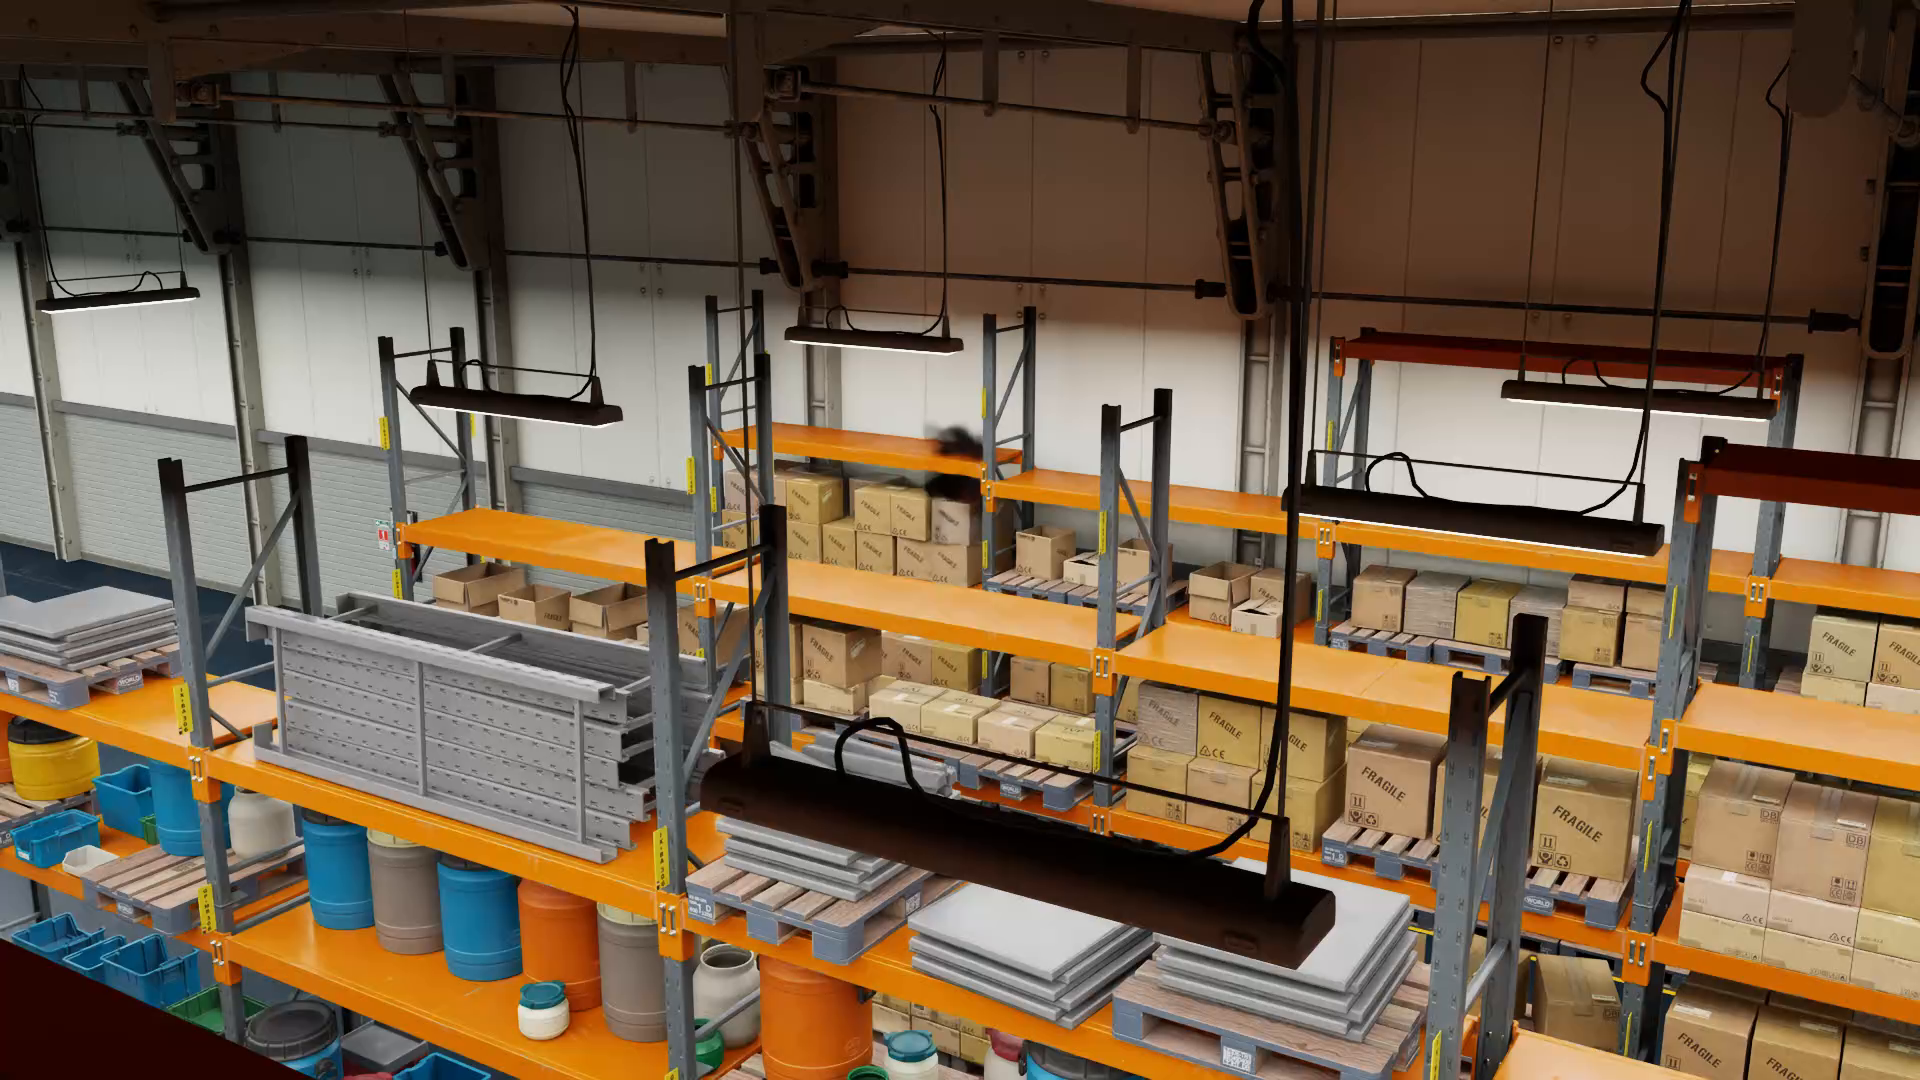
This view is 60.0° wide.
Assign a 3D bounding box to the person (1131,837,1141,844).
[{"bbox_3d":[1.703,3.484,15.780,0.699,1.439,0.535,9,16,32],"label":"person"}]
